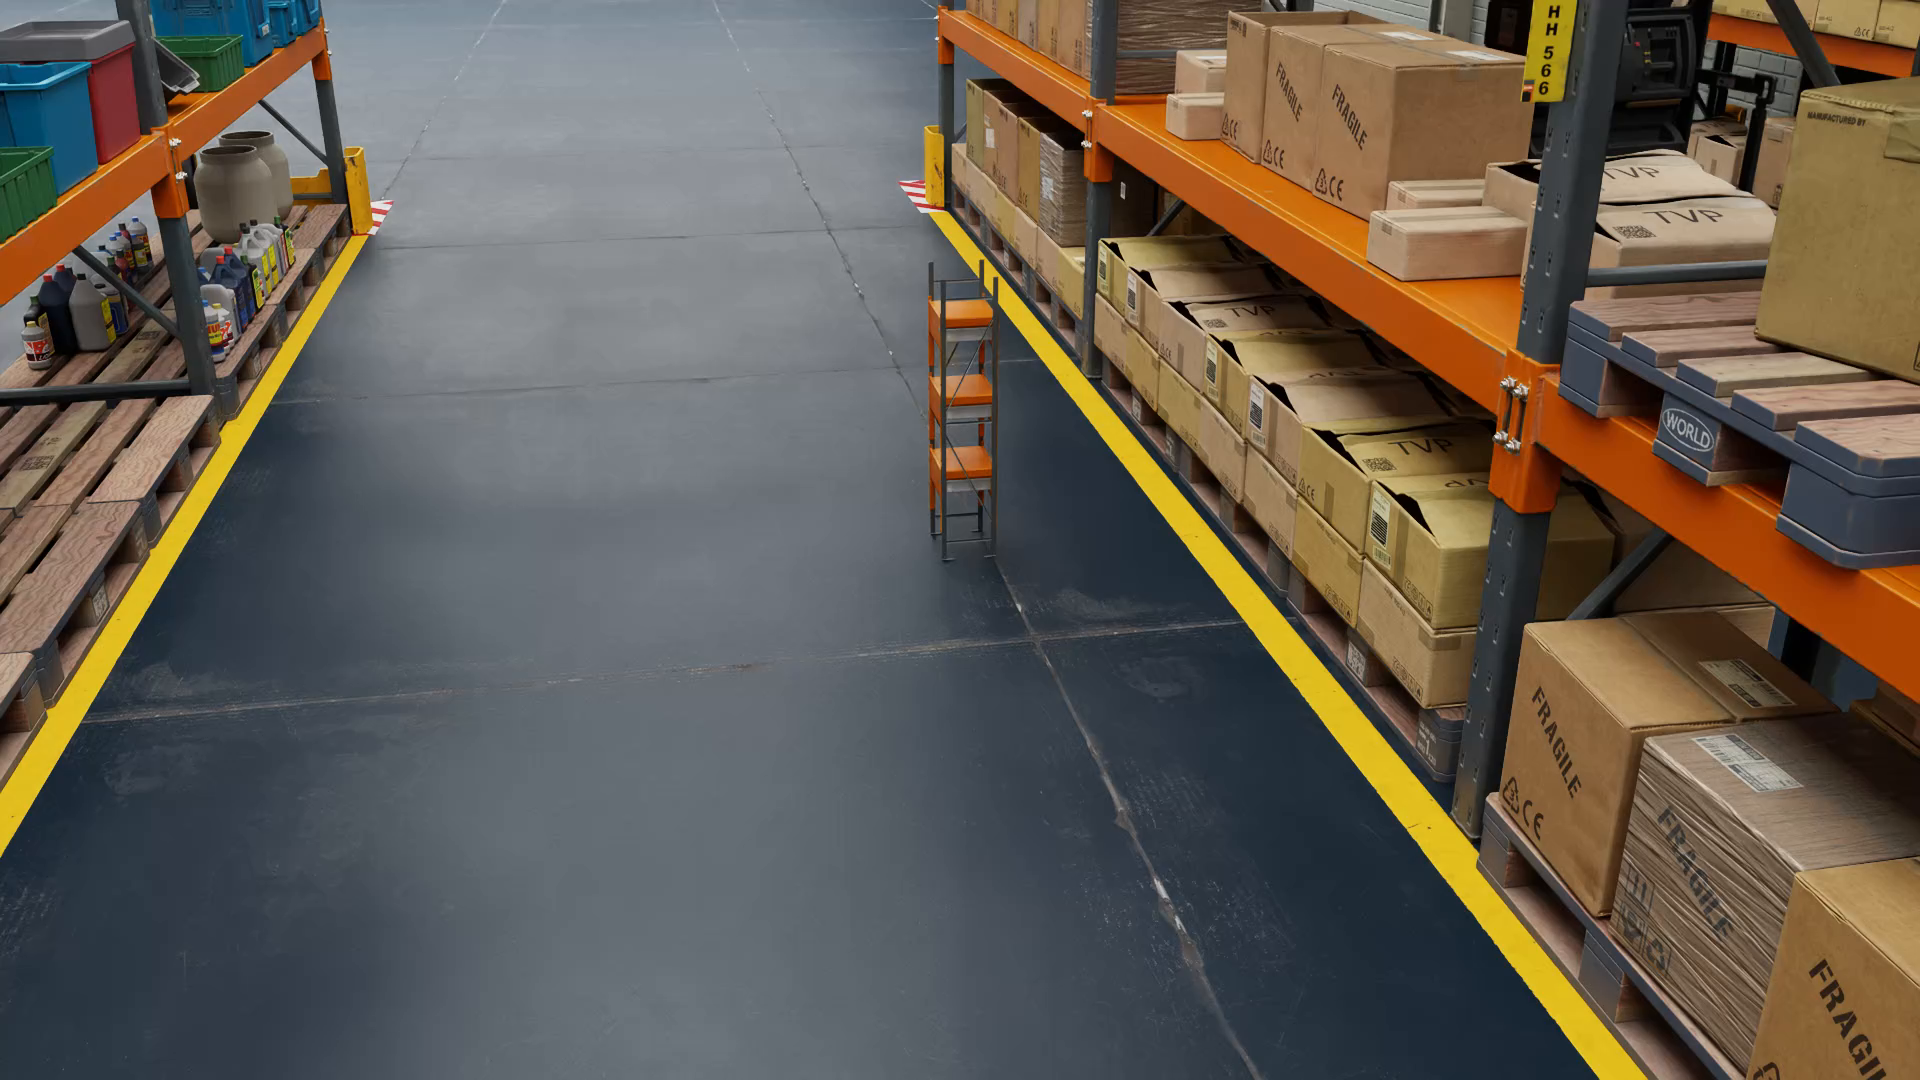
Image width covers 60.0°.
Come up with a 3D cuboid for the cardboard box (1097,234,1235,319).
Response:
[{"bbox_3d":[0.926,-1.214,7.492,0.500,0.311,0.500,-4,24,-10],"label":"cardboard box"}]

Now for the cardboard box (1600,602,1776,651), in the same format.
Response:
[{"bbox_3d":[2.026,0.208,4.938,0.500,0.250,0.500,-4,24,-10],"label":"cardboard box"}]

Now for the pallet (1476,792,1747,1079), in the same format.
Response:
[{"bbox_3d":[1.935,0.942,3.829,1.003,0.211,1.213,-4,24,-10],"label":"pallet"}]

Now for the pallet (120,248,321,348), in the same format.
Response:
[{"bbox_3d":[-4.086,-1.311,8.987,1.003,0.211,1.213,-4,24,-10],"label":"pallet"}]

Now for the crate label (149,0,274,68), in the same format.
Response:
[{"bbox_3d":[-3.908,-2.726,8.700,0.502,0.435,0.616,-4,24,-10],"label":"crate label"}]

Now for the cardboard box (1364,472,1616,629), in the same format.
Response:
[{"bbox_3d":[1.495,-0.009,4.734,0.500,0.311,0.500,-4,24,-8],"label":"cardboard box"}]

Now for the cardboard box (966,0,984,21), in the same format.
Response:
[{"bbox_3d":[0.429,-3.640,10.712,0.700,0.500,0.500,-4,24,-10],"label":"cardboard box"}]

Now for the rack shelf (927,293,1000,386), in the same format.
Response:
[{"bbox_3d":[0.010,-0.710,5.882,0.215,0.259,0.240,-4,24,-10],"label":"rack shelf"}]

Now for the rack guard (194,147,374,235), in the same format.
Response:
[{"bbox_3d":[-4.453,-2.242,10.759,1.175,0.500,0.348,-4,24,-10],"label":"rack guard"}]

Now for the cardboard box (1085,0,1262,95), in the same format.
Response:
[{"bbox_3d":[1.006,-2.425,7.931,0.700,0.500,0.500,-5,24,-11],"label":"cardboard box"}]

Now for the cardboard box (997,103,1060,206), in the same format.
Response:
[{"bbox_3d":[0.510,-2.237,9.599,0.500,0.500,0.500,-4,24,-10],"label":"cardboard box"}]

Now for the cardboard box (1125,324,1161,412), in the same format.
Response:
[{"bbox_3d":[1.019,-0.760,7.153,0.500,0.250,0.500,-4,24,-8],"label":"cardboard box"}]

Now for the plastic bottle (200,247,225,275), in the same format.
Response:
[{"bbox_3d":[-3.770,-1.363,8.476,0.152,0.276,0.135,-4,24,-10],"label":"plastic bottle"}]

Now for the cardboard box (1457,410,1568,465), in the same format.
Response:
[{"bbox_3d":[1.921,-0.255,5.297,0.500,0.311,0.500,-5,24,-11],"label":"cardboard box"}]

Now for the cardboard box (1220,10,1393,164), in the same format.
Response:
[{"bbox_3d":[1.318,-1.741,6.363,0.500,0.500,0.500,-3,24,-6],"label":"cardboard box"}]

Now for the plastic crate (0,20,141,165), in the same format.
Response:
[{"bbox_3d":[-3.384,-1.702,6.319,0.402,0.464,0.583,-4,24,-10],"label":"plastic crate"}]

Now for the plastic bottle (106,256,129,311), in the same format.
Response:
[{"bbox_3d":[-4.176,-1.249,8.207,0.061,0.283,0.133,-4,24,-10],"label":"plastic bottle"}]

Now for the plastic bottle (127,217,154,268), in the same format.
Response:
[{"bbox_3d":[-4.485,-1.629,9.091,0.097,0.271,0.097,0,24,0],"label":"plastic bottle"}]

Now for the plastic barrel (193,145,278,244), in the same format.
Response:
[{"bbox_3d":[-4.224,-2.016,9.701,0.421,0.512,0.421,0,24,0],"label":"plastic barrel"}]

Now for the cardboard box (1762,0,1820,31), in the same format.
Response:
[{"bbox_3d":[5.290,-3.269,10.150,0.500,0.250,0.500,-4,24,-9],"label":"cardboard box"}]

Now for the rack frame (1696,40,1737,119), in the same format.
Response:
[{"bbox_3d":[5.222,-4.147,11.998,1.000,3.000,0.127,-4,24,-10],"label":"rack frame"}]

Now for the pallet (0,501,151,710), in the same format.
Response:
[{"bbox_3d":[-3.362,0.224,5.473,1.003,0.211,1.213,-4,24,-10],"label":"pallet"}]

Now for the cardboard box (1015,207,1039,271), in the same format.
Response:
[{"bbox_3d":[0.604,-1.697,9.299,0.500,0.250,0.500,-4,24,-10],"label":"cardboard box"}]

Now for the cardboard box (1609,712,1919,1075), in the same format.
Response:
[{"bbox_3d":[1.740,0.717,3.433,0.500,0.500,0.500,-5,24,-12],"label":"cardboard box"}]

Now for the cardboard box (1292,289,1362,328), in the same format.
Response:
[{"bbox_3d":[1.643,-0.856,6.673,0.500,0.311,0.500,-4,24,-10],"label":"cardboard box"}]

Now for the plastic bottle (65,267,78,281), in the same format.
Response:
[{"bbox_3d":[-4.283,-1.166,8.016,0.061,0.283,0.133,-3,24,-6],"label":"plastic bottle"}]

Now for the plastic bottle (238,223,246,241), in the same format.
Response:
[{"bbox_3d":[-3.828,-1.571,8.944,0.061,0.283,0.133,-4,24,-10],"label":"plastic bottle"}]

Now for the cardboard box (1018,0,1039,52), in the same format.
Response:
[{"bbox_3d":[0.718,-3.031,9.318,0.700,0.500,0.500,-4,24,-8],"label":"cardboard box"}]

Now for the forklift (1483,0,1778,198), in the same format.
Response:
[{"bbox_3d":[3.288,-2.344,7.954,1.130,2.935,3.031,-8,25,-19],"label":"forklift"}]

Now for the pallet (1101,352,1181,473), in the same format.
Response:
[{"bbox_3d":[1.269,-0.641,7.453,1.003,0.211,1.213,-4,24,-10],"label":"pallet"}]

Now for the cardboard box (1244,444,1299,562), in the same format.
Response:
[{"bbox_3d":[1.308,-0.154,5.766,0.500,0.250,0.500,-4,24,-9],"label":"cardboard box"}]

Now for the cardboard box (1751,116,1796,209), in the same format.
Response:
[{"bbox_3d":[5.454,-2.408,10.589,0.700,0.500,0.500,-6,24,-13],"label":"cardboard box"}]

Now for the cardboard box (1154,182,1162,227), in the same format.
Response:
[{"bbox_3d":[1.216,-1.883,8.788,0.500,0.500,0.500,-4,24,-10],"label":"cardboard box"}]

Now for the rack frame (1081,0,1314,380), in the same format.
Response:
[{"bbox_3d":[1.094,-2.206,7.552,1.000,3.000,0.127,-4,24,-10],"label":"rack frame"}]

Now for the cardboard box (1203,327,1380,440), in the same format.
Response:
[{"bbox_3d":[1.212,-0.609,6.108,0.500,0.311,0.500,-4,24,-8],"label":"cardboard box"}]

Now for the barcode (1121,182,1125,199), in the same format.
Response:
[{"bbox_3d":[0.733,-1.570,7.472,0.001,0.075,0.075,-4,24,-10],"label":"barcode"}]

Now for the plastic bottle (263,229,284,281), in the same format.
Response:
[{"bbox_3d":[-3.698,-1.522,8.839,0.152,0.276,0.135,-5,24,-11],"label":"plastic bottle"}]

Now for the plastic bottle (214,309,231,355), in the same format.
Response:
[{"bbox_3d":[-3.421,-0.957,7.641,0.097,0.201,0.097,0,24,0],"label":"plastic bottle"}]

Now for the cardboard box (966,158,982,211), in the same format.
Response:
[{"bbox_3d":[0.331,-2.288,10.651,0.500,0.250,0.500,-4,24,-10],"label":"cardboard box"}]

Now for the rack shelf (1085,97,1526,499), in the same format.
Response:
[{"bbox_3d":[1.464,-1.089,5.895,1.077,0.370,4.000,-4,24,-10],"label":"rack shelf"}]

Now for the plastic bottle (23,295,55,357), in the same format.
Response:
[{"bbox_3d":[-4.187,-0.962,7.549,0.061,0.283,0.133,-3,24,-7],"label":"plastic bottle"}]

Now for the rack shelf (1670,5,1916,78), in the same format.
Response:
[{"bbox_3d":[5.592,-3.031,10.340,1.077,0.370,4.000,-4,24,-10],"label":"rack shelf"}]

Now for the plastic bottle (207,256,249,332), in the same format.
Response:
[{"bbox_3d":[-3.516,-1.176,7.956,0.144,0.351,0.185,-4,24,-8],"label":"plastic bottle"}]

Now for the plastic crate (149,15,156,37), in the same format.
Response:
[{"bbox_3d":[-4.665,-2.917,9.511,0.298,0.136,0.250,-4,24,-10],"label":"plastic crate"}]

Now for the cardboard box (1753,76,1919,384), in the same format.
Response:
[{"bbox_3d":[2.061,-0.631,3.298,0.700,0.500,0.500,-13,27,-27],"label":"cardboard box"}]

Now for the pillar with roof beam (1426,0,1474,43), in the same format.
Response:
[{"bbox_3d":[0.862,-8.726,14.987,9.100,9.000,0.400,-4,24,-10],"label":"pillar with roof beam"}]

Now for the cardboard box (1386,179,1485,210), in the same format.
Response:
[{"bbox_3d":[1.543,-1.015,5.139,0.380,0.149,0.250,-3,24,-6],"label":"cardboard box"}]

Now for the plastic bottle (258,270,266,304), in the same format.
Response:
[{"bbox_3d":[-3.580,-1.295,8.415,0.097,0.201,0.097,0,24,0],"label":"plastic bottle"}]

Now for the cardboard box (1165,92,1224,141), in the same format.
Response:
[{"bbox_3d":[1.057,-1.727,6.770,0.380,0.149,0.250,-4,24,-10],"label":"cardboard box"}]

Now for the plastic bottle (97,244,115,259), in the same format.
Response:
[{"bbox_3d":[-4.365,-1.375,8.510,0.097,0.271,0.097,0,24,0],"label":"plastic bottle"}]

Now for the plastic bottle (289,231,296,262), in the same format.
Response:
[{"bbox_3d":[-3.743,-1.643,9.211,0.097,0.201,0.097,0,24,0],"label":"plastic bottle"}]

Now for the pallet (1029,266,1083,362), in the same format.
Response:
[{"bbox_3d":[0.989,-1.244,8.834,1.003,0.211,1.213,-4,24,-10],"label":"pallet"}]

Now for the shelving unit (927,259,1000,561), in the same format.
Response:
[{"bbox_3d":[0.010,-0.460,5.992,0.215,1.050,0.252,-4,24,-10],"label":"shelving unit"}]

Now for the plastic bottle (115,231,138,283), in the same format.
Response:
[{"bbox_3d":[-4.421,-1.494,8.782,0.097,0.271,0.097,0,24,0],"label":"plastic bottle"}]
